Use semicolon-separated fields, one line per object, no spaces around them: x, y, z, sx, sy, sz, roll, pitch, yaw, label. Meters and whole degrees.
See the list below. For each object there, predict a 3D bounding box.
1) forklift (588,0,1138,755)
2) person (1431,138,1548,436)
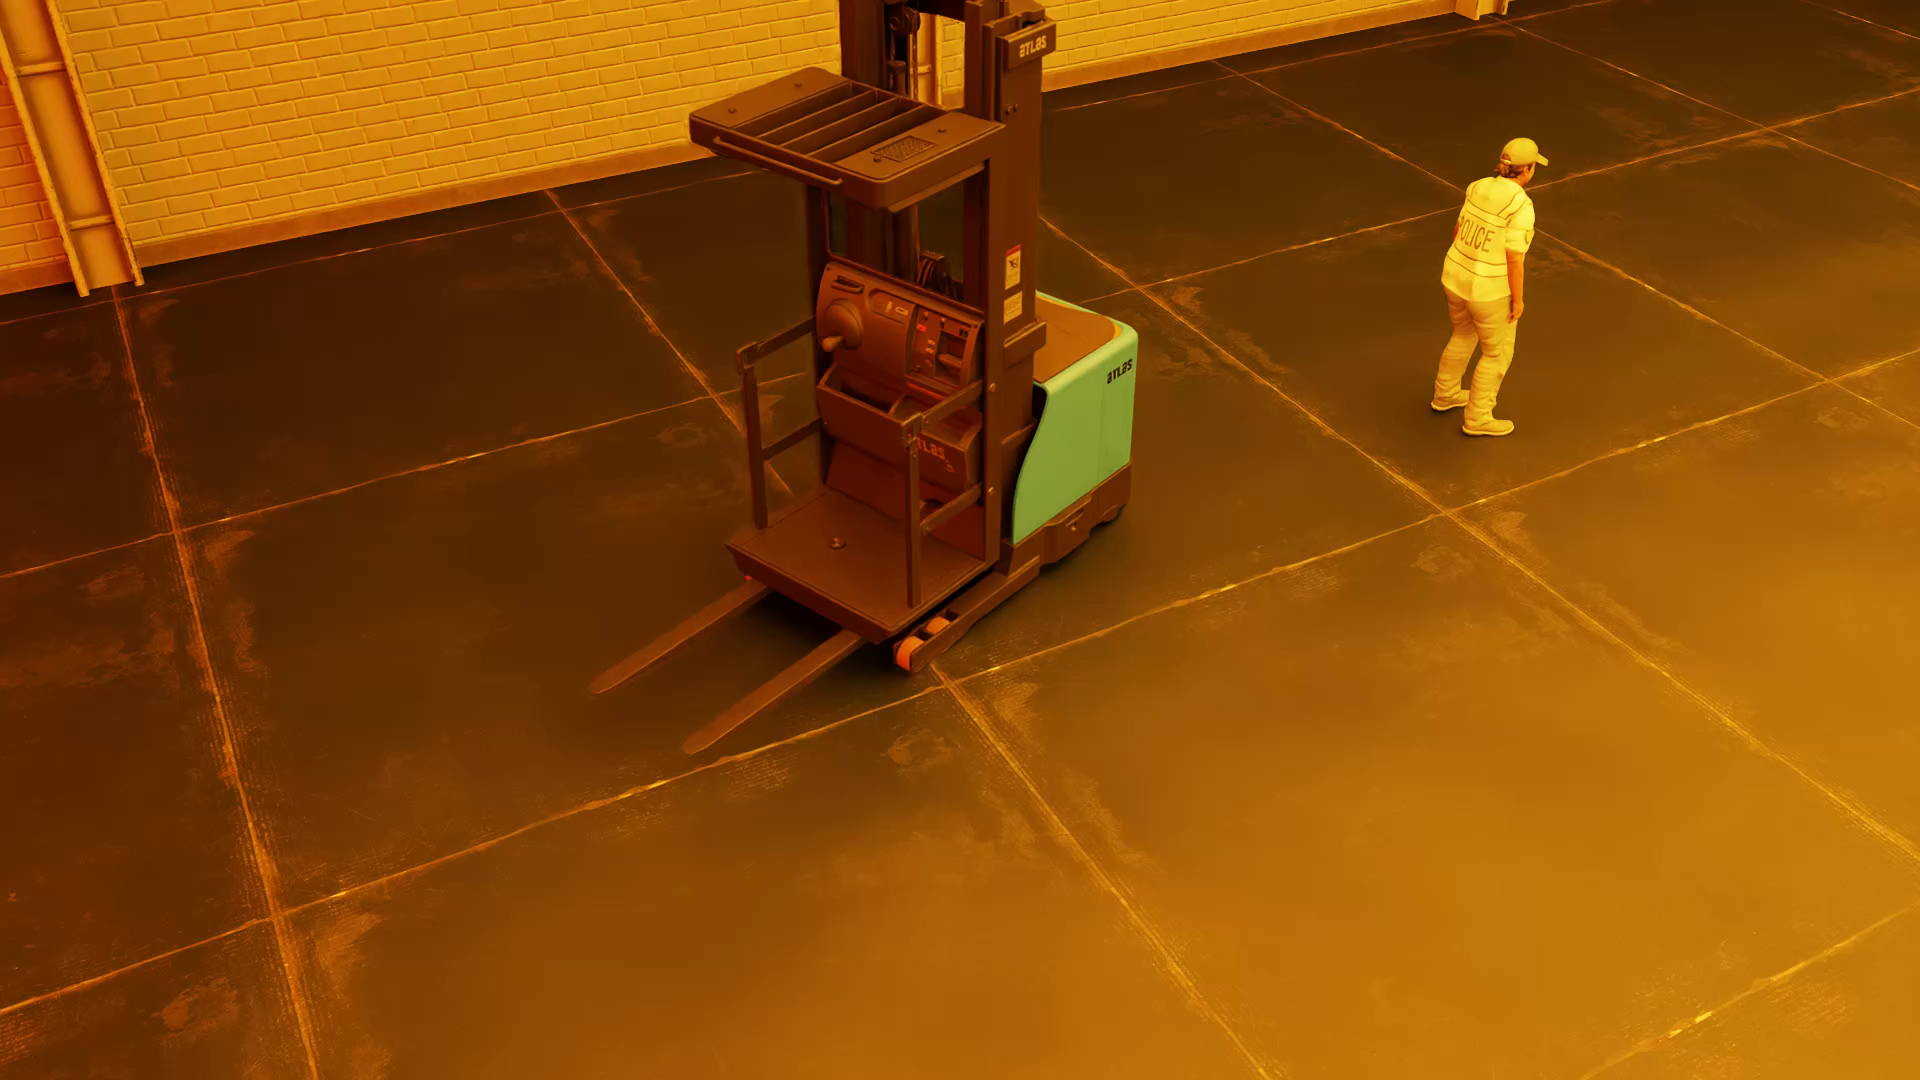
-0.421;-0.905;7.403;1.130;2.935;3.031;26;43;31;forklift
2.936;-1.402;9.206;0.467;1.665;0.555;-15;38;-20;person
